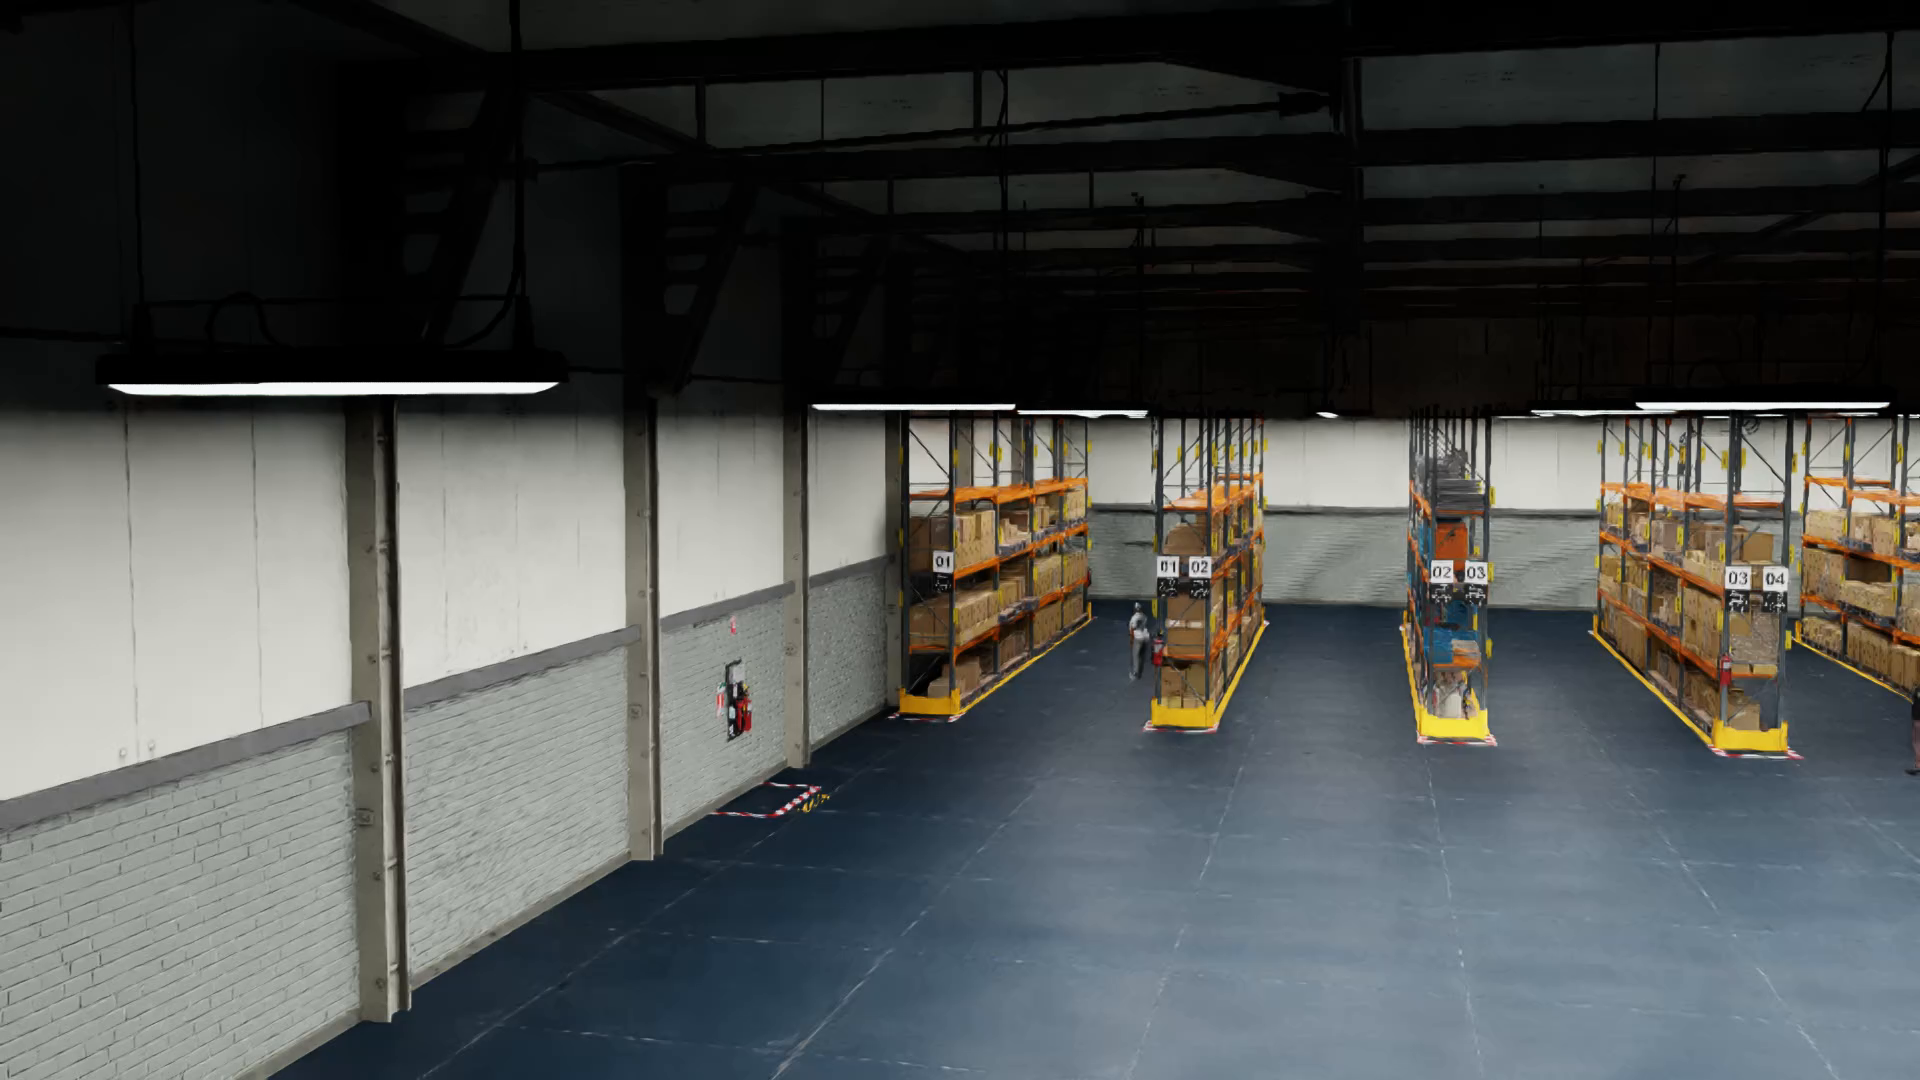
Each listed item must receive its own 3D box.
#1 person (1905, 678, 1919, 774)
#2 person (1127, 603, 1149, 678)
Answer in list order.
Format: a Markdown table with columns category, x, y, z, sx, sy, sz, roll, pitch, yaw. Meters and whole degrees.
| category | x | y | z | sx | sy | sz | roll | pitch | yaw |
| --- | --- | --- | --- | --- | --- | --- | --- | --- | --- |
| person | 15.681 | 2.948 | 26.830 | 0.509 | 1.718 | 0.723 | -1 | 4 | -17 |
| person | 3.935 | 2.227 | 37.057 | 0.477 | 1.667 | 0.523 | 4 | 6 | 45 |
